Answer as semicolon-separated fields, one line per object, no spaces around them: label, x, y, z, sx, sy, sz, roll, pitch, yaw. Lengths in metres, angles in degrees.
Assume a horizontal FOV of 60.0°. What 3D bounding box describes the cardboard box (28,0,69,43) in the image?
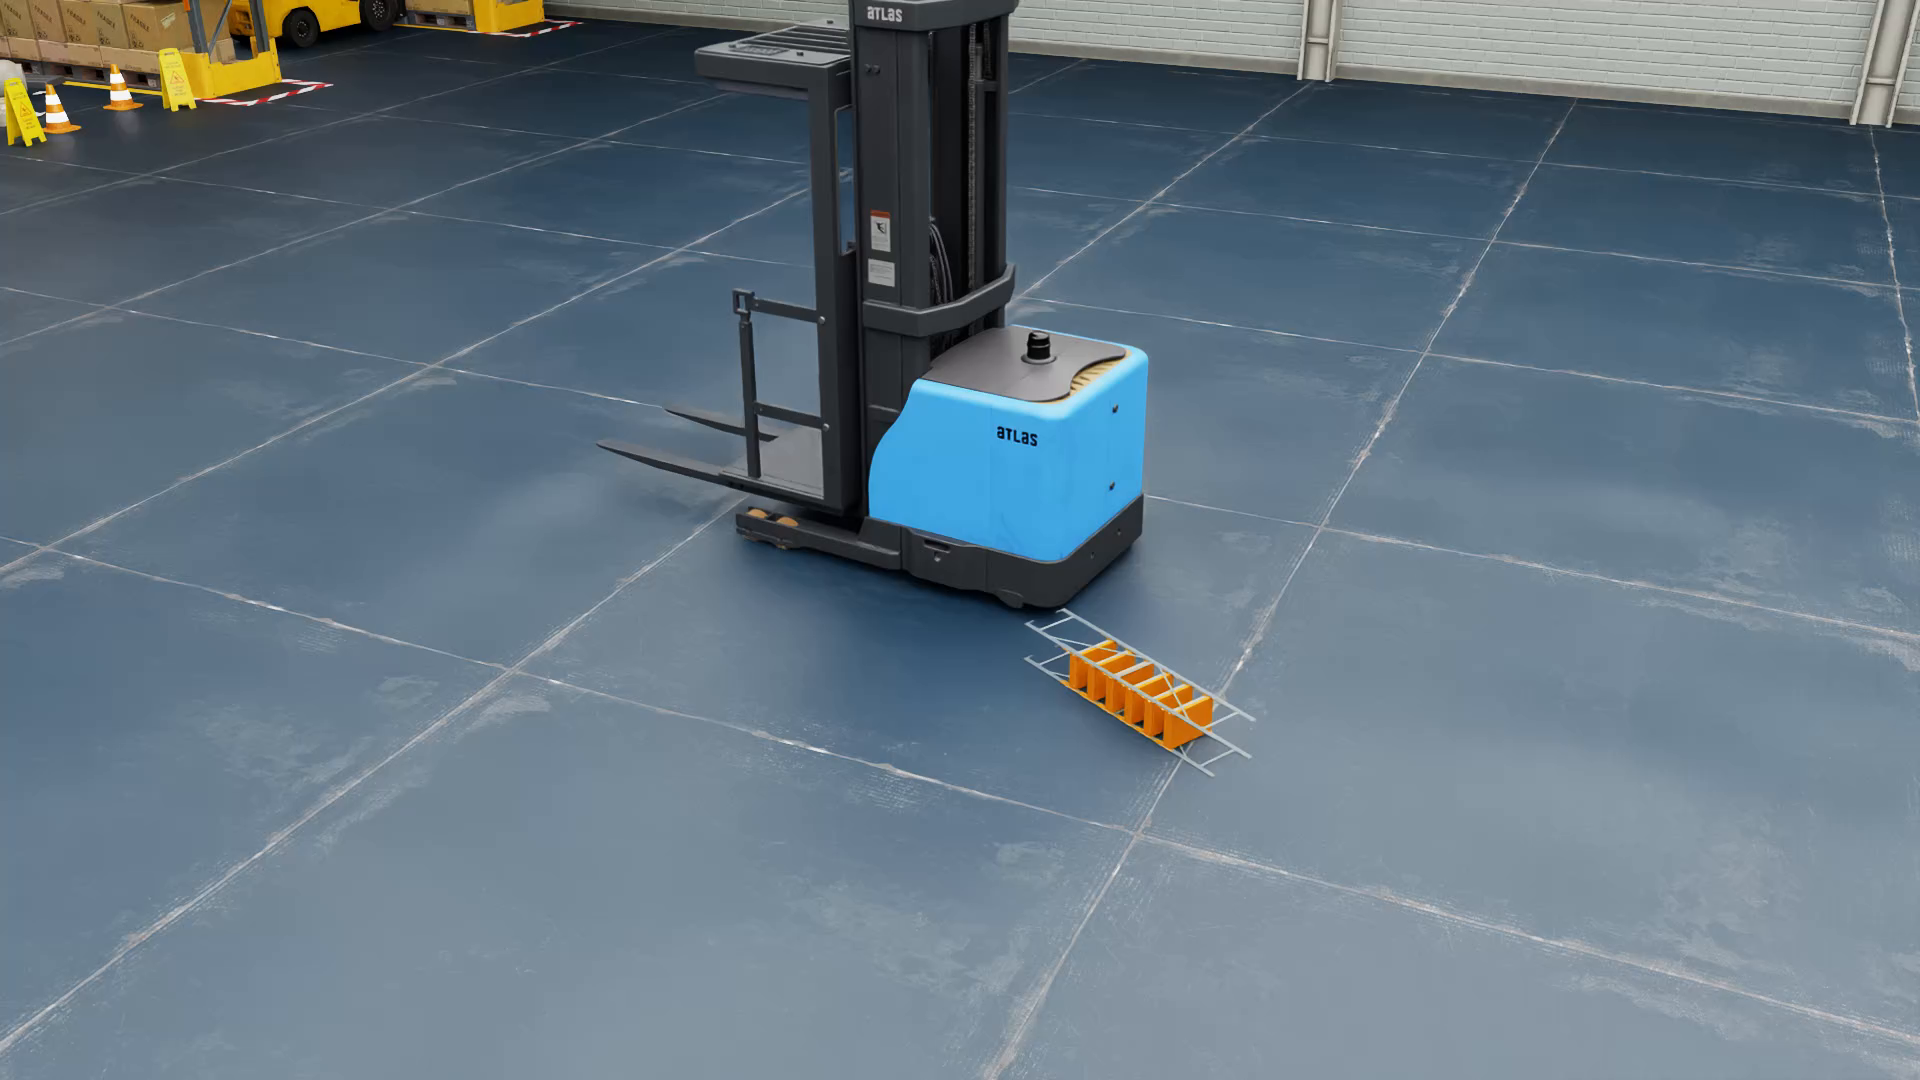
cardboard box;-10.670;-6.239;19.815;0.500;0.500;0.500;13;29;24

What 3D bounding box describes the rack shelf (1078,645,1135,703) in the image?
rack shelf;0.653;0.584;7.344;0.258;0.180;0.103;-19;32;-33

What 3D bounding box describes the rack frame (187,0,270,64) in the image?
rack frame;-8.417;-6.622;18.803;0.127;3.000;1.000;11;28;22

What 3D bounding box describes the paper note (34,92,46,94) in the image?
paper note;-10.626;-5.183;19.242;0.148;0.019;0.142;2;26;4

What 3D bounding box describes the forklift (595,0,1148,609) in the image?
forklift;-0.584;-1.449;8.375;3.031;2.935;1.130;15;30;27

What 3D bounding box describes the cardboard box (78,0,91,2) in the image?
cardboard box;-10.083;-6.382;19.370;0.250;0.149;0.380;13;29;24

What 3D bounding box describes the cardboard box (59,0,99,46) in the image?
cardboard box;-10.188;-6.144;19.621;0.500;0.500;0.500;11;28;21

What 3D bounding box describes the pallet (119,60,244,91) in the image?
pallet;-9.212;-5.547;19.778;1.213;0.211;1.003;11;28;22

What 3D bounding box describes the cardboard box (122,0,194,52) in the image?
cardboard box;-9.255;-5.954;19.237;0.500;0.500;0.500;12;28;22

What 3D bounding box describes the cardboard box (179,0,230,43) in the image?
cardboard box;-9.059;-6.176;19.686;0.500;0.500;0.500;10;28;20

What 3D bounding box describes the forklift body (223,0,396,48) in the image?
forklift body;-8.848;-7.851;22.260;1.214;2.155;2.313;11;28;22

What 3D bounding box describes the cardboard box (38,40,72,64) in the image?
cardboard box;-10.659;-5.902;19.980;0.500;0.250;0.500;11;28;21

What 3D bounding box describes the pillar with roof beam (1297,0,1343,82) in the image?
pillar with roof beam;2.515;-7.874;14.556;0.400;9.000;9.100;11;28;22

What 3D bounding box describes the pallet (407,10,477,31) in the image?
pallet;-7.080;-7.490;23.724;1.213;0.211;1.003;11;28;22

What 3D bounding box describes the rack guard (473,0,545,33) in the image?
rack guard;-6.344;-7.492;23.402;0.348;0.500;1.175;11;28;22

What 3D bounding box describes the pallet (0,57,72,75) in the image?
pallet;-11.433;-5.993;20.684;1.213;0.211;1.003;11;28;22

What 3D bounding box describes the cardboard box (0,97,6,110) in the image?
cardboard box;-10.446;-4.770;18.270;0.380;0.149;0.250;-18;31;-31

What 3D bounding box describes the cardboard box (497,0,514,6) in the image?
cardboard box;-6.732;-7.741;23.715;0.500;0.250;0.500;11;28;22

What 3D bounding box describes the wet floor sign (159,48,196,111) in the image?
wet floor sign;-8.687;-5.100;18.379;0.232;0.644;0.267;23;35;39

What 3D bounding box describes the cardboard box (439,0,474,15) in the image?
cardboard box;-6.925;-7.532;23.290;0.500;0.250;0.500;12;28;22

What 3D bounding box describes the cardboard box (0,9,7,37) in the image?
cardboard box;-11.633;-6.428;20.198;0.500;0.500;0.500;13;29;24

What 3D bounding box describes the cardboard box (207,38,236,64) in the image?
cardboard box;-9.037;-5.835;19.843;0.500;0.250;0.500;11;28;21

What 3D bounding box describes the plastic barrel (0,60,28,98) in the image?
plastic barrel;-10.924;-5.235;18.903;0.512;0.421;0.421;-12;29;-23

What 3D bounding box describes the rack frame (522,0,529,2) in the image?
rack frame;-6.366;-8.618;22.859;0.127;3.000;1.000;11;28;22

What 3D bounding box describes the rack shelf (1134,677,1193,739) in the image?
rack shelf;0.873;0.710;7.088;0.258;0.180;0.103;-19;32;-33

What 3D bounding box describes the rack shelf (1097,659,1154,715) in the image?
rack shelf;0.726;0.626;7.259;0.258;0.180;0.103;-19;32;-33

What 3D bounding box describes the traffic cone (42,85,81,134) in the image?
traffic cone;-9.493;-4.535;17.437;0.334;0.463;0.336;11;28;22

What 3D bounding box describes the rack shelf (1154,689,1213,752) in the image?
rack shelf;0.946;0.752;7.003;0.258;0.180;0.103;-19;32;-33

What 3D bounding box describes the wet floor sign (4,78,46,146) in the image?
wet floor sign;-9.529;-4.347;16.850;0.232;0.644;0.267;6;27;13

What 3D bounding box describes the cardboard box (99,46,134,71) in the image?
cardboard box;-9.733;-5.714;19.597;0.500;0.250;0.500;11;28;22

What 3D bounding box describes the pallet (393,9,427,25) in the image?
pallet;-8.186;-7.714;24.178;1.213;0.211;1.003;11;28;22

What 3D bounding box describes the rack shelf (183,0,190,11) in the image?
rack shelf;-10.238;-6.665;19.705;4.000;0.370;1.077;11;28;22

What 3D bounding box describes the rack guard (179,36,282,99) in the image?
rack guard;-8.487;-5.514;19.384;0.348;0.500;1.175;11;28;22

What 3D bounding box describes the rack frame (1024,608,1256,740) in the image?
rack frame;0.753;0.560;7.187;0.240;0.006;1.200;-19;32;-33

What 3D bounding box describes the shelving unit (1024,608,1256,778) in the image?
shelving unit;0.753;0.642;7.227;0.258;0.189;1.200;-19;32;-33

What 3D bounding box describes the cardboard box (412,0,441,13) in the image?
cardboard box;-7.373;-7.627;23.482;0.500;0.250;0.500;11;28;22

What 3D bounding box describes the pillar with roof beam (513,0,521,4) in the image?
pillar with roof beam;-8.409;-10.068;19.012;0.400;9.000;9.100;11;28;22

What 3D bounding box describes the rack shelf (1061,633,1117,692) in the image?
rack shelf;0.580;0.542;7.429;0.258;0.180;0.103;-19;32;-33

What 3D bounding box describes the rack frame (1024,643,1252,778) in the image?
rack frame;0.753;0.724;7.268;0.240;0.006;1.200;-19;32;-33

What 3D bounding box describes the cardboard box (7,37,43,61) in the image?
cardboard box;-11.143;-5.998;20.175;0.500;0.250;0.500;13;29;25

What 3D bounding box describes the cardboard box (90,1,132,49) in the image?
cardboard box;-9.731;-6.049;19.428;0.500;0.500;0.500;12;29;24

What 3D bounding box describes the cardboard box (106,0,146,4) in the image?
cardboard box;-9.617;-6.286;19.175;0.250;0.149;0.380;12;29;23

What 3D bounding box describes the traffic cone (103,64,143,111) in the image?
traffic cone;-9.343;-5.043;18.470;0.334;0.463;0.336;11;28;22

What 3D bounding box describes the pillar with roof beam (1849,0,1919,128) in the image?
pillar with roof beam;7.977;-6.777;12.328;0.400;9.000;9.100;11;28;22

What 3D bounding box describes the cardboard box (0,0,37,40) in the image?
cardboard box;-11.141;-6.335;20.009;0.500;0.500;0.500;13;29;24

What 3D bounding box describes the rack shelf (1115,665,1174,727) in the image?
rack shelf;0.799;0.668;7.174;0.258;0.180;0.103;-19;32;-33

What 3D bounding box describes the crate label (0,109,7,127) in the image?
crate label;-10.234;-4.508;17.750;0.298;0.136;0.250;-2;26;-5

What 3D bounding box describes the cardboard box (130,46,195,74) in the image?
cardboard box;-9.287;-5.620;19.407;0.500;0.250;0.500;11;28;22

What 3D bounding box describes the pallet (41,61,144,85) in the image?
pallet;-10.318;-5.771;20.232;1.213;0.211;1.003;11;28;22

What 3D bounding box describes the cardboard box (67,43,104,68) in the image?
cardboard box;-10.212;-5.807;19.787;0.500;0.250;0.500;10;28;20

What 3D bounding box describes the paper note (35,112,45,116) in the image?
paper note;-10.102;-4.662;18.185;0.142;0.019;0.148;2;26;4

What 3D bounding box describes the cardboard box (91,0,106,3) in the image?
cardboard box;-9.844;-6.333;19.271;0.250;0.149;0.380;12;29;23

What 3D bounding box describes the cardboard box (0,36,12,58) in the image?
cardboard box;-11.633;-6.091;20.364;0.500;0.250;0.500;10;28;19

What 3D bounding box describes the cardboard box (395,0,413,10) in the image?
cardboard box;-7.825;-7.722;23.675;0.500;0.250;0.500;12;29;22

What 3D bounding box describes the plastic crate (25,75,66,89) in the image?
plastic crate;-10.969;-5.426;19.681;0.583;0.080;0.402;2;26;4
